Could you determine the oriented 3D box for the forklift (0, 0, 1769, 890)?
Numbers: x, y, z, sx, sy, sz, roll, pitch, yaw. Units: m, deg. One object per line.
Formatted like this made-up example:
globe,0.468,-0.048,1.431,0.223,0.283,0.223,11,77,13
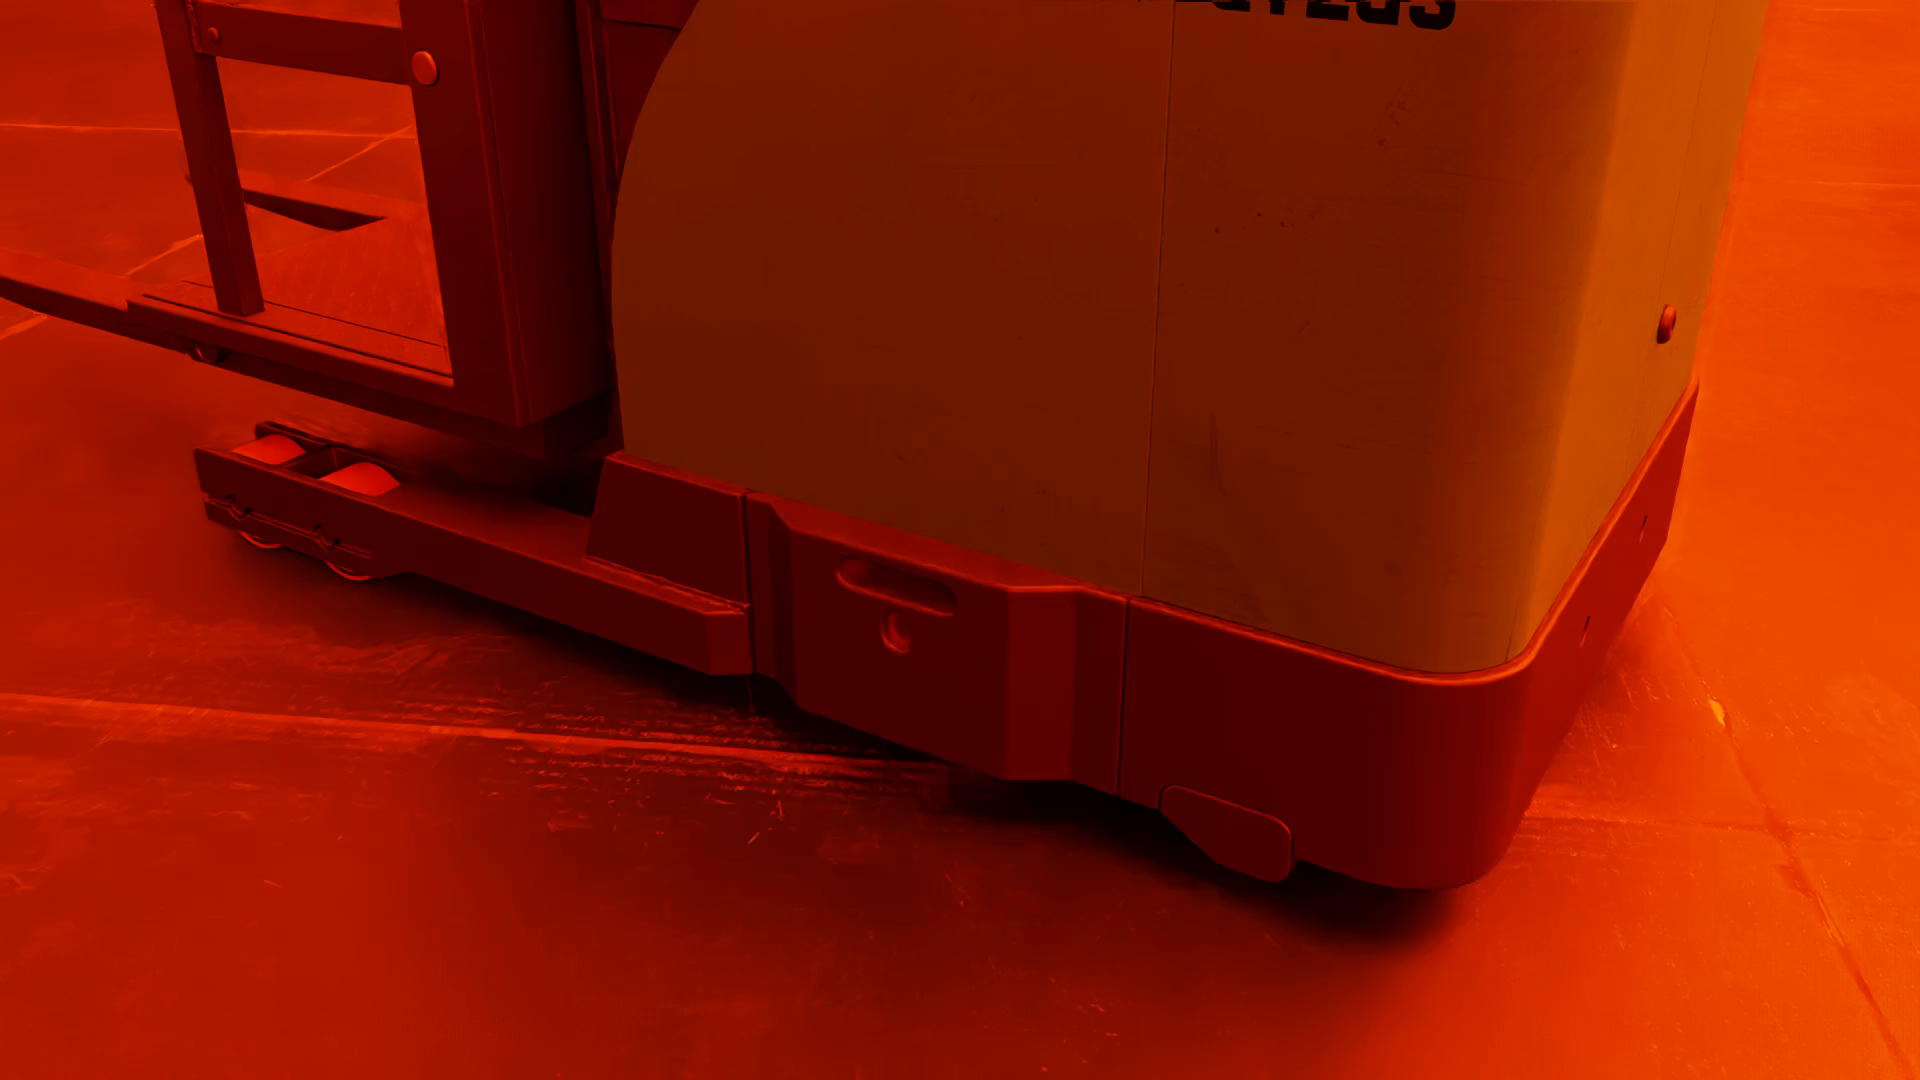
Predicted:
forklift,-0.524,-1.436,2.096,3.031,2.935,1.130,15,30,28
